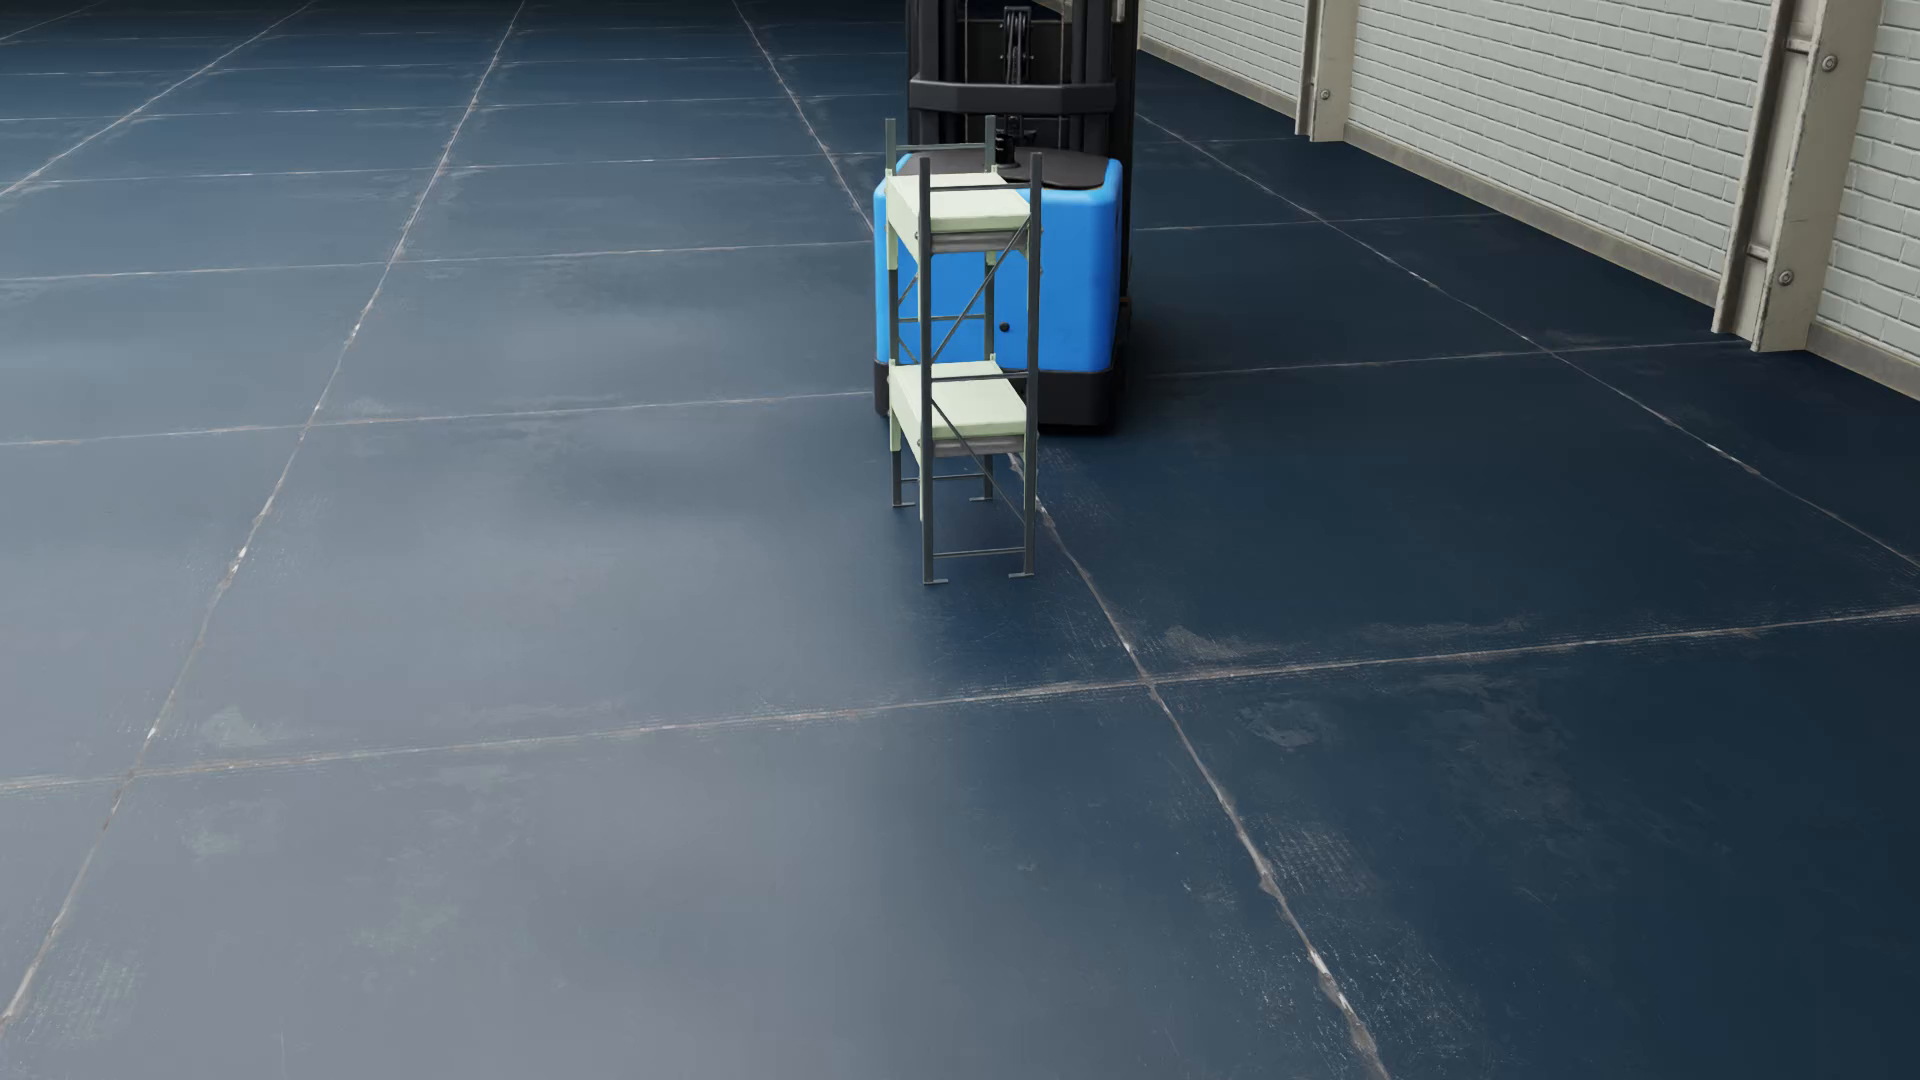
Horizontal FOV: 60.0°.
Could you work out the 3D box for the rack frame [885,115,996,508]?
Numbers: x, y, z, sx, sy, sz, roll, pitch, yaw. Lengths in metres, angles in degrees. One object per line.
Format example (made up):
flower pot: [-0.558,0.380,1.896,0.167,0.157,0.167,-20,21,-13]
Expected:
rack frame: [-0.069,-0.834,6.285,0.400,1.500,0.023,-4,24,-10]

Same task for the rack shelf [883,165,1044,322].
rack shelf: [-0.001,-1.048,5.800,0.431,0.370,0.720,-4,24,-10]

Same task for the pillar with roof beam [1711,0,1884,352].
pillar with roof beam: [-0.079,-4.846,6.102,9.100,9.000,0.400,-4,24,-10]

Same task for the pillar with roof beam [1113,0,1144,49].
pillar with roof beam: [-2.298,-9.566,16.910,9.100,9.000,0.400,-4,24,-10]

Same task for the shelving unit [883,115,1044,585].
shelving unit: [-0.001,-0.690,5.956,0.431,1.500,0.755,-4,24,-10]

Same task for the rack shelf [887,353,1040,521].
rack shelf: [-0.001,-0.391,6.086,0.431,0.370,0.720,-4,24,-10]

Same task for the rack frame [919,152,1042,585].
rack frame: [0.066,-0.546,5.626,0.400,1.500,0.023,-4,24,-10]

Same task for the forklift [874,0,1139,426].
forklift: [0.321,-2.395,8.071,1.130,2.935,3.031,3,24,7]

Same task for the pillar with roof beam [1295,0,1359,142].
pillar with roof beam: [-1.188,-7.206,11.506,9.100,9.000,0.400,-4,24,-10]
